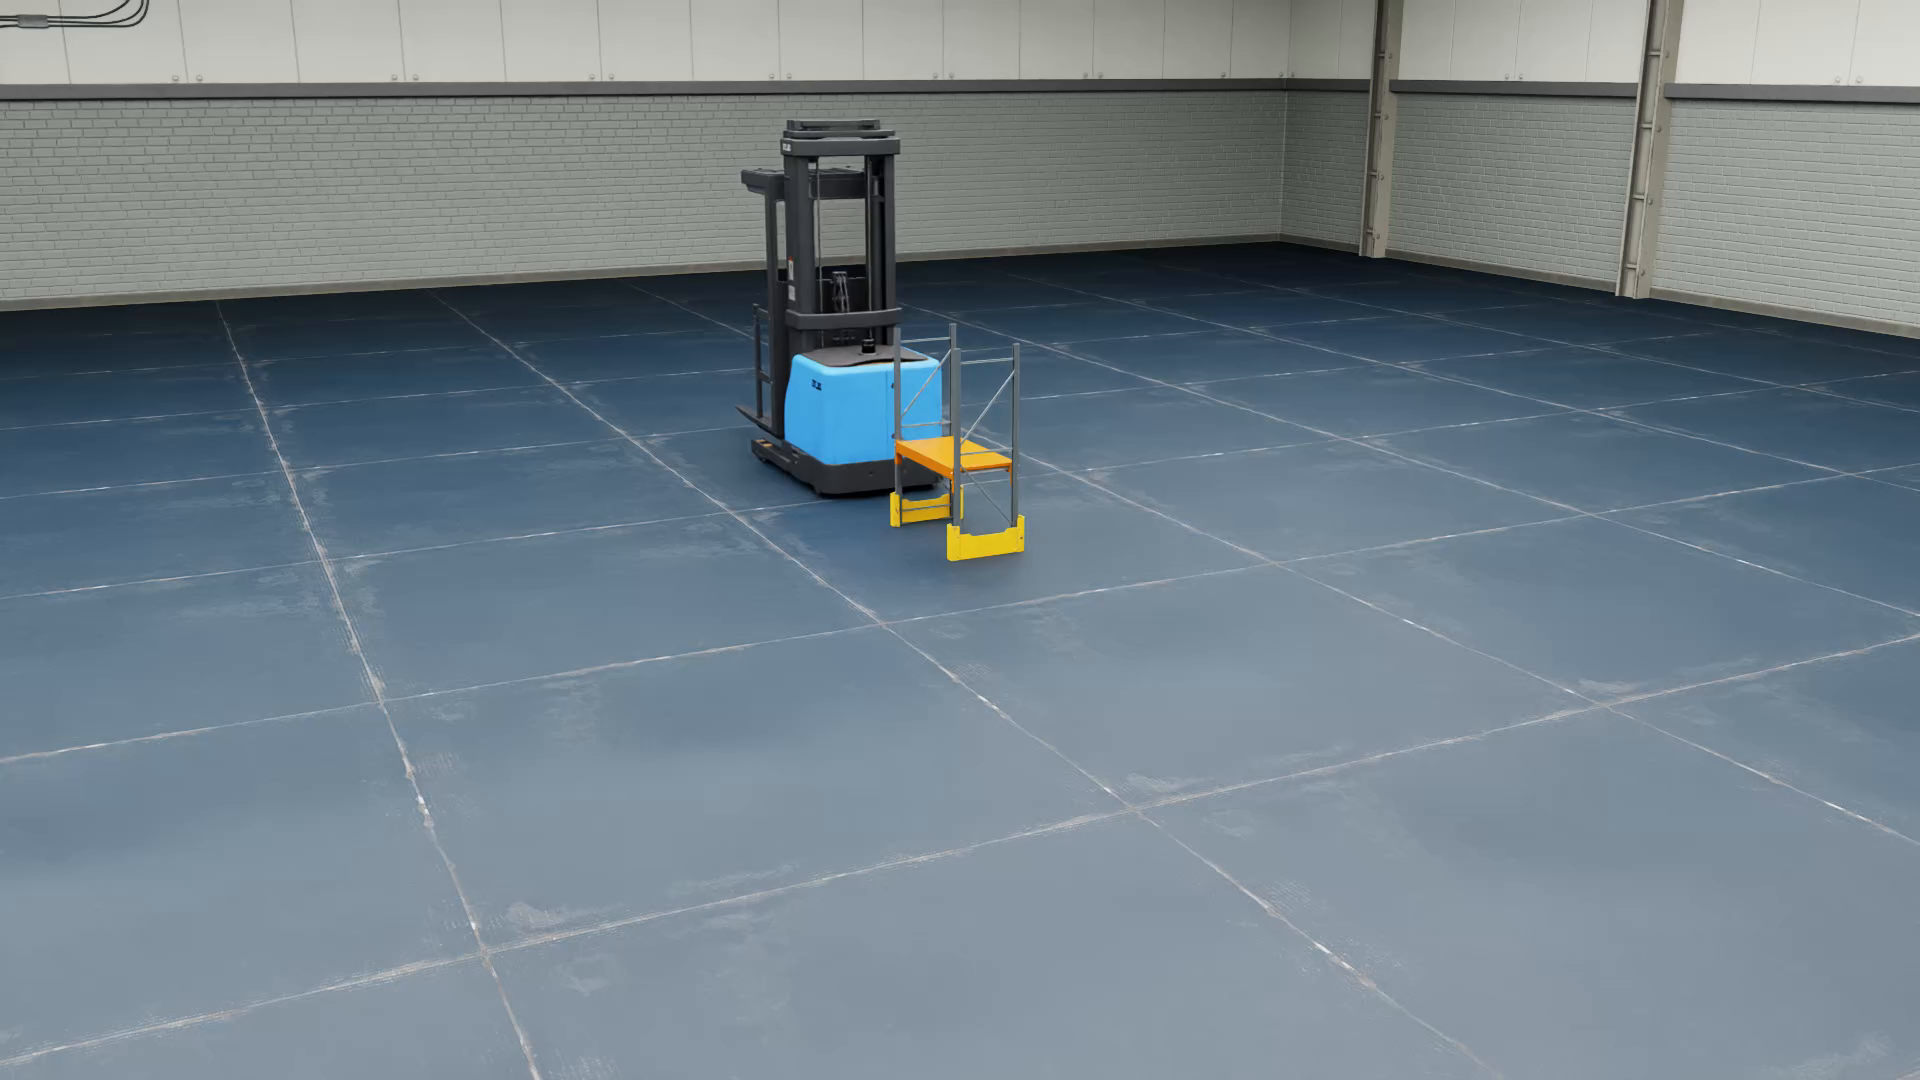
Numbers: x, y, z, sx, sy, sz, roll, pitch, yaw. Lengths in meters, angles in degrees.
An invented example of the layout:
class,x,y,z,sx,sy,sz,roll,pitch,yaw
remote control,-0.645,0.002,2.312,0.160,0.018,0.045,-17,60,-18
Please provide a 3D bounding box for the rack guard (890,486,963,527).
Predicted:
class,x,y,z,sx,sy,sz,roll,pitch,yaw
rack guard,-0.252,-0.263,12.712,0.587,0.250,0.087,-8,18,-25

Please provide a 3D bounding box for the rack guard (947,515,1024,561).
class,x,y,z,sx,sy,sz,roll,pitch,yaw
rack guard,0.185,-0.016,11.852,0.587,0.250,0.087,-8,18,-25

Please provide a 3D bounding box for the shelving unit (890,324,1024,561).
class,x,y,z,sx,sy,sz,roll,pitch,yaw
shelving unit,-0.033,-0.740,12.110,0.587,1.500,1.083,-8,18,-25

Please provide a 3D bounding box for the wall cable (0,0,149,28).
class,x,y,z,sx,sy,sz,roll,pitch,yaw
wall cable,-12.390,-9.335,22.302,2.305,6.003,0.169,-8,18,-25

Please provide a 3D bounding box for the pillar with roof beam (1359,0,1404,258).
class,x,y,z,sx,sy,sz,roll,pitch,yaw
pillar with roof beam,3.618,-8.953,27.137,9.100,9.000,0.400,-8,18,-25

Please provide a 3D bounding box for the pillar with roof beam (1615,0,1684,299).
class,x,y,z,sx,sy,sz,roll,pitch,yaw
pillar with roof beam,6.246,-7.466,21.952,9.100,9.000,0.400,-8,18,-25

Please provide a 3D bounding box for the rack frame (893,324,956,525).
class,x,y,z,sx,sy,sz,roll,pitch,yaw
rack frame,-0.260,-0.868,12.557,0.500,1.500,0.032,-8,18,-25

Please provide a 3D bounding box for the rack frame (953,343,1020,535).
class,x,y,z,sx,sy,sz,roll,pitch,yaw
rack frame,0.185,-0.616,11.678,0.500,1.500,0.032,-8,18,-25

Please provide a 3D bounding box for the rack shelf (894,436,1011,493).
class,x,y,z,sx,sy,sz,roll,pitch,yaw
rack shelf,-0.037,-0.569,12.167,0.538,0.185,1.000,-8,18,-25

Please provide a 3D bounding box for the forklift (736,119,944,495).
class,x,y,z,sx,sy,sz,roll,pitch,yaw
forklift,-1.208,-2.135,14.378,1.130,2.935,3.031,-7,18,-24
